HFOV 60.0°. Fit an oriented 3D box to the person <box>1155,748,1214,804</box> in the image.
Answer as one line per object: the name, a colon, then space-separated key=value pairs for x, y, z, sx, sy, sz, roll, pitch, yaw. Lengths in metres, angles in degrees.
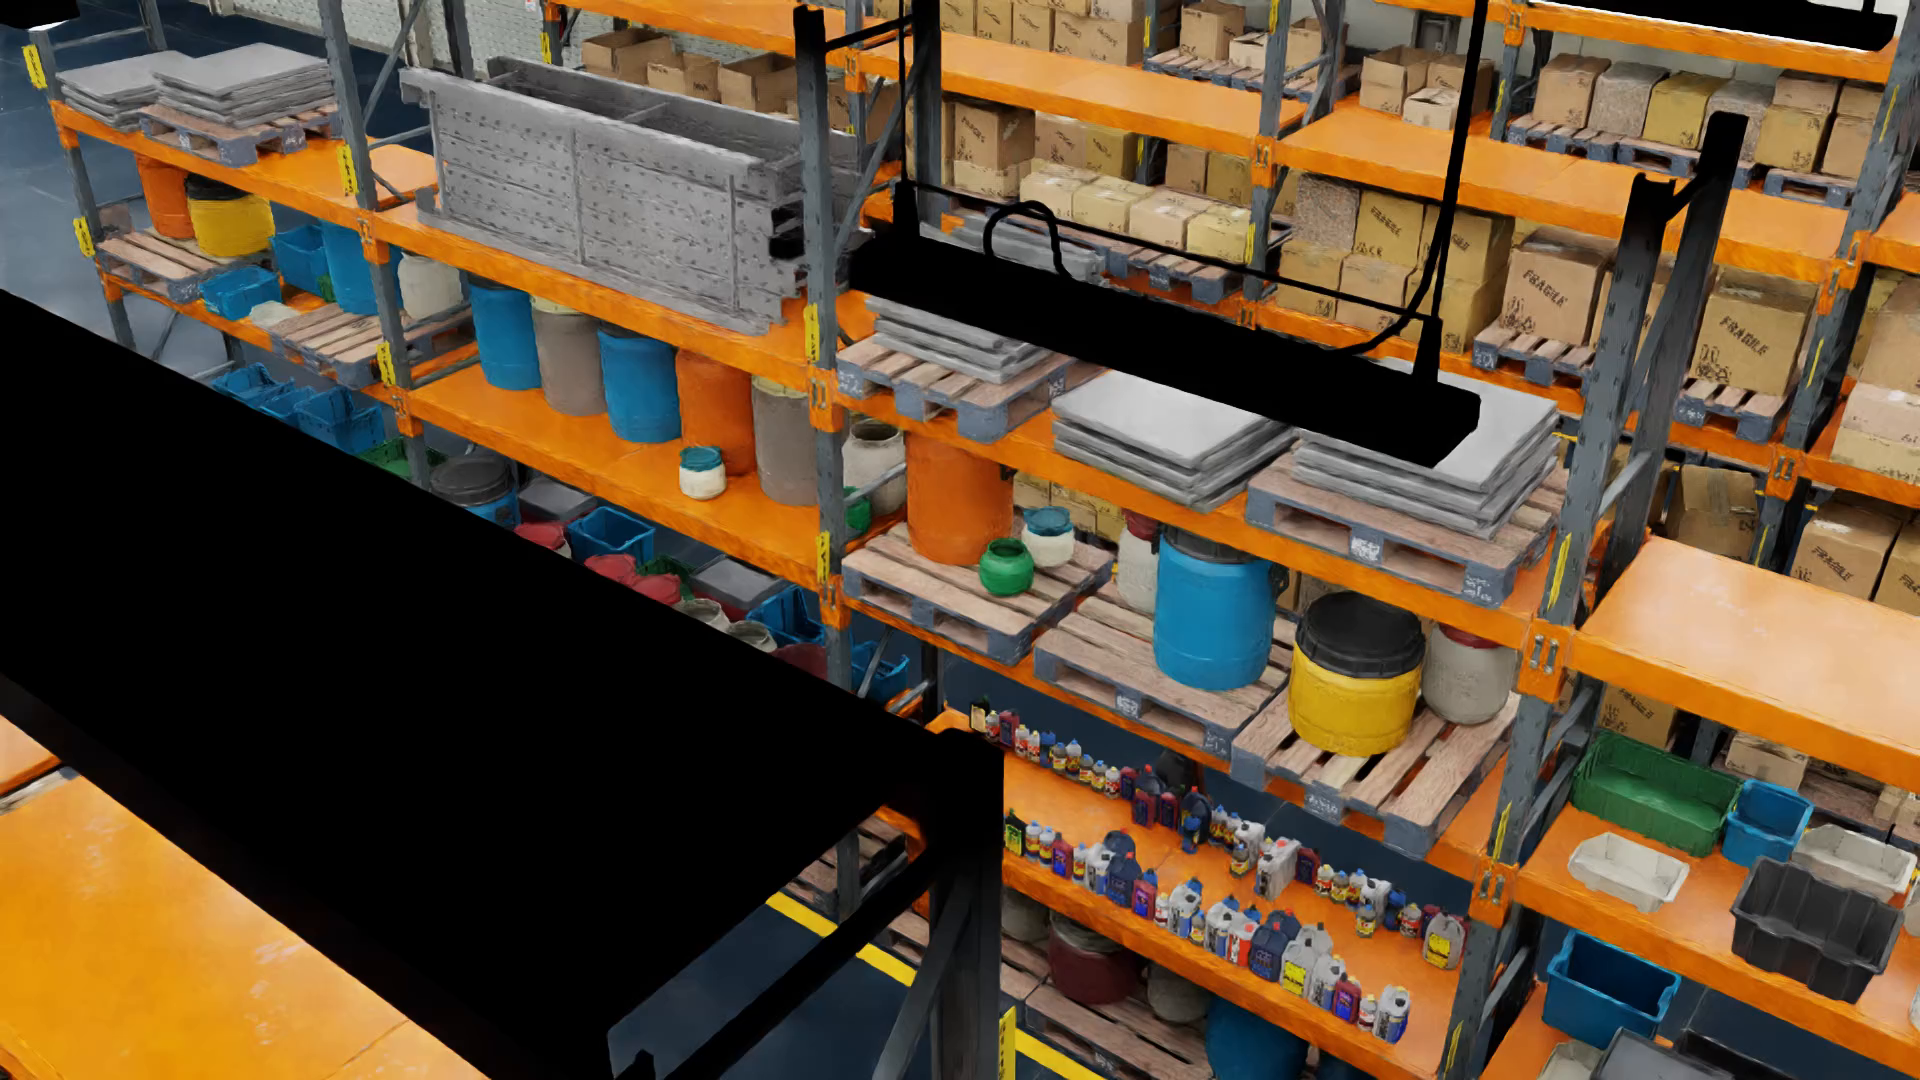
person: x=1.534 y=1.561 z=11.125 sx=0.551 sy=1.642 sz=0.574 roll=-12 pitch=34 yaw=-19
